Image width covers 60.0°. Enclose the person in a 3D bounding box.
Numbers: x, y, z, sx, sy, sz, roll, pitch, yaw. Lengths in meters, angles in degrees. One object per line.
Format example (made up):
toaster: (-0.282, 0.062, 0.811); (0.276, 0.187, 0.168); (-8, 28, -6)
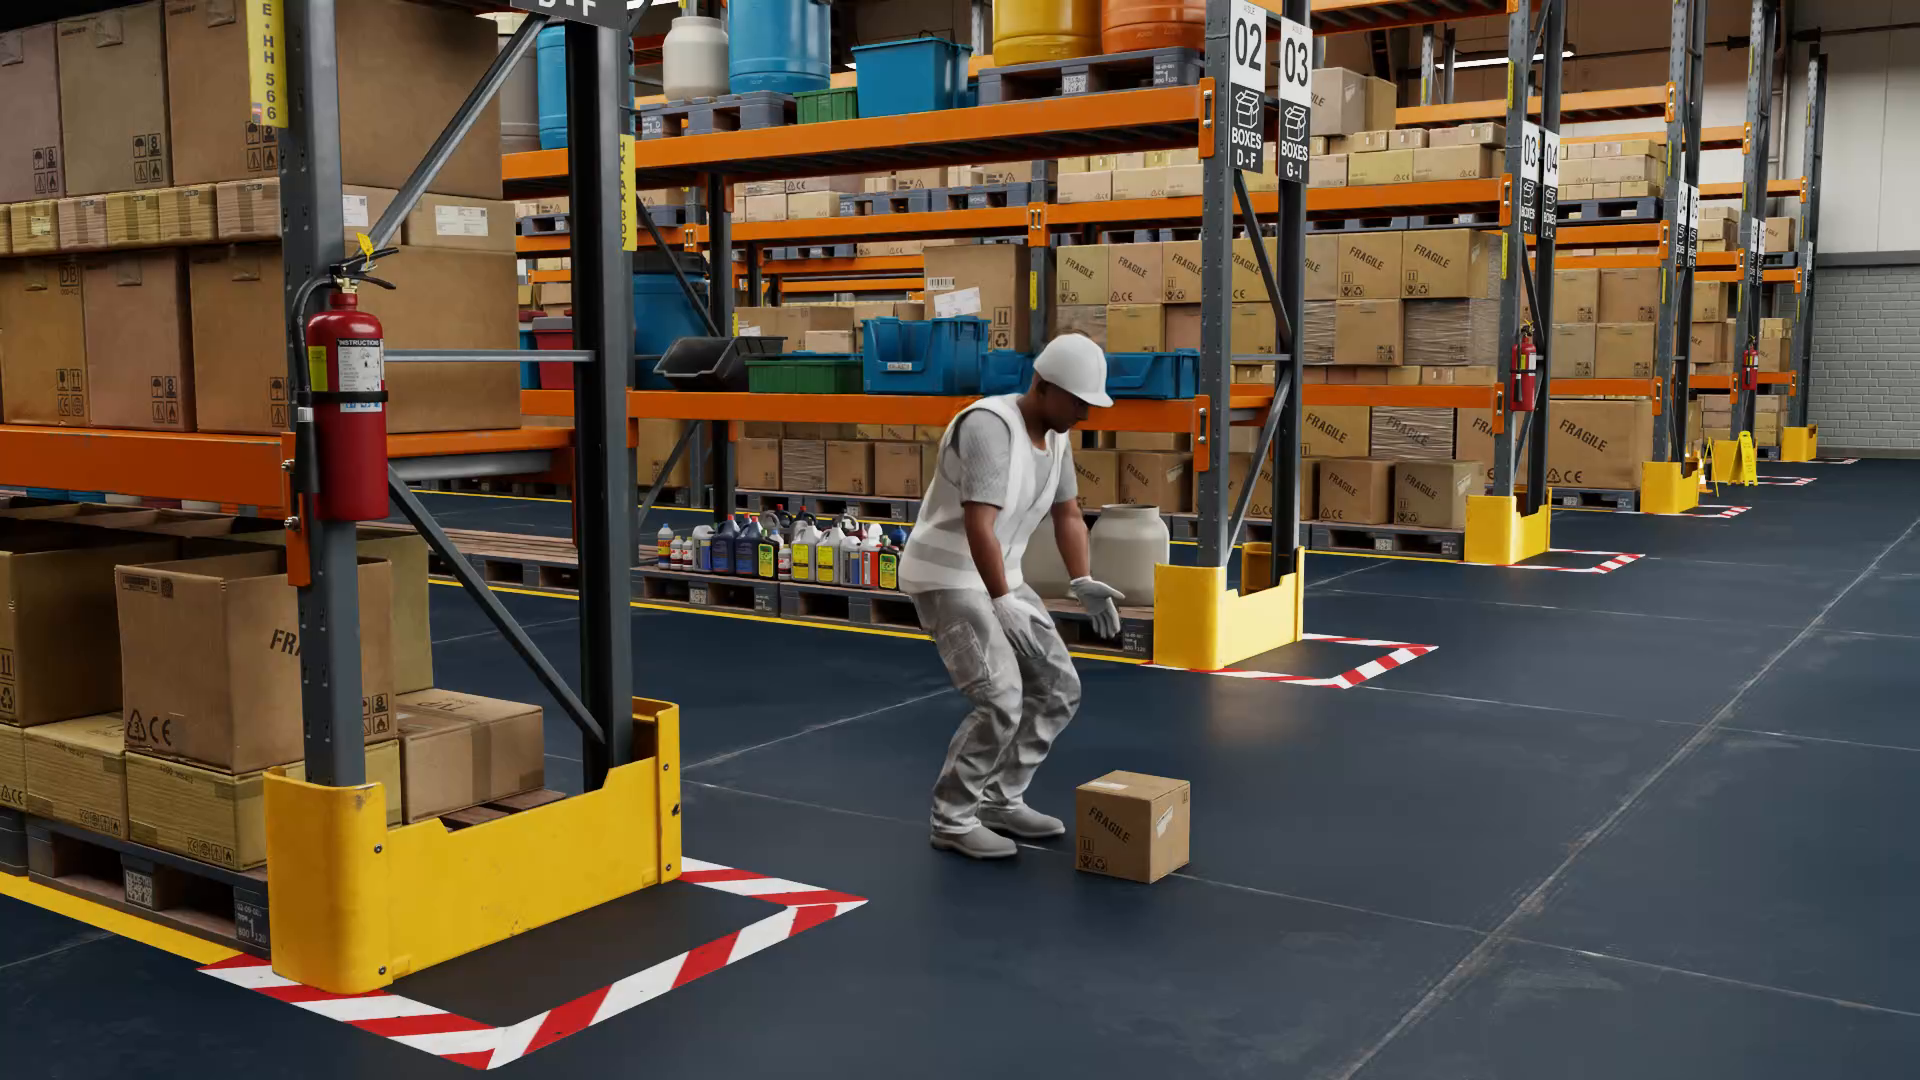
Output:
person: (0.161, 0.159, 5.133); (0.652, 1.578, 0.604); (4, 8, 34)
